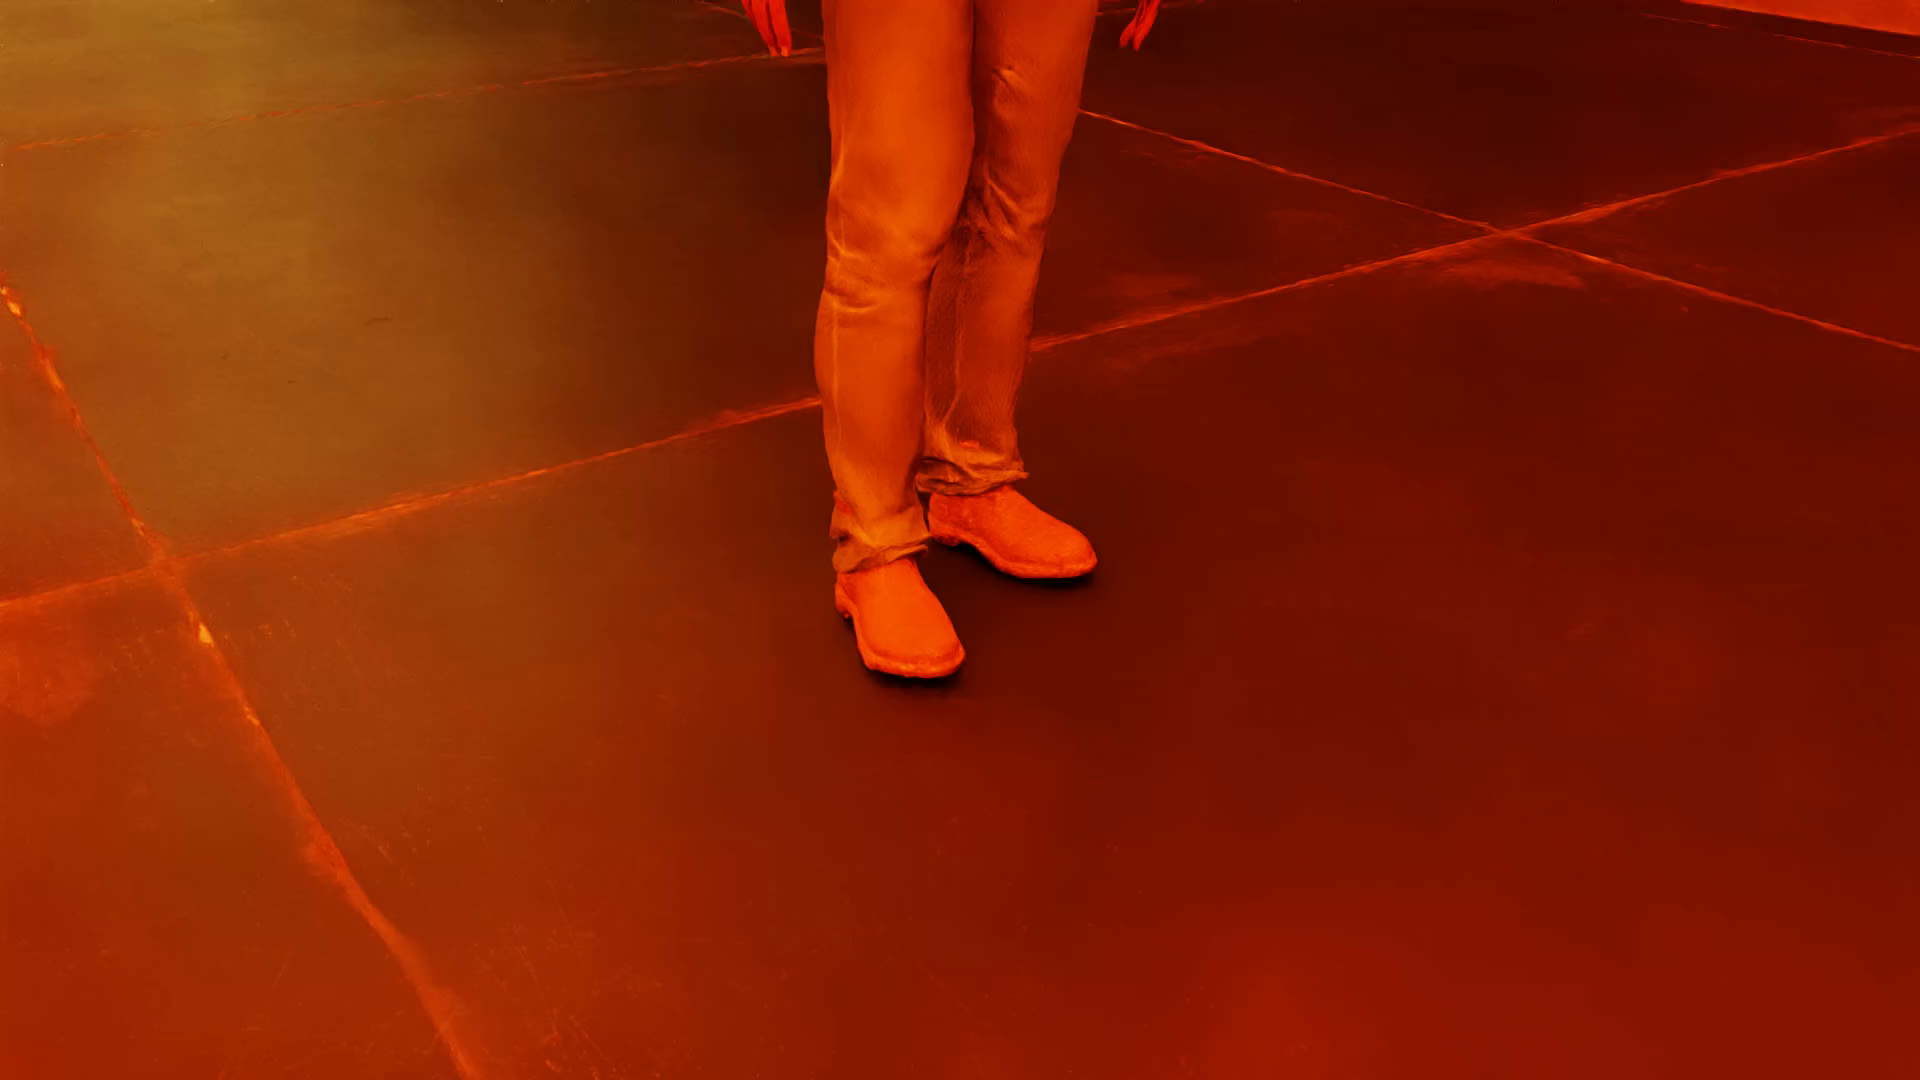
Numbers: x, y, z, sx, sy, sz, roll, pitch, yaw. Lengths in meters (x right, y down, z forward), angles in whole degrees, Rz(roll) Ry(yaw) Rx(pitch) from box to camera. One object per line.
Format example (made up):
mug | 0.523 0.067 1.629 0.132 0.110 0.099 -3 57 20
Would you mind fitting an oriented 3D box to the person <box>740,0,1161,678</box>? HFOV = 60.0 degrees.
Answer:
person | 0.035 -0.769 2.047 0.665 1.766 0.576 -17 31 -31
